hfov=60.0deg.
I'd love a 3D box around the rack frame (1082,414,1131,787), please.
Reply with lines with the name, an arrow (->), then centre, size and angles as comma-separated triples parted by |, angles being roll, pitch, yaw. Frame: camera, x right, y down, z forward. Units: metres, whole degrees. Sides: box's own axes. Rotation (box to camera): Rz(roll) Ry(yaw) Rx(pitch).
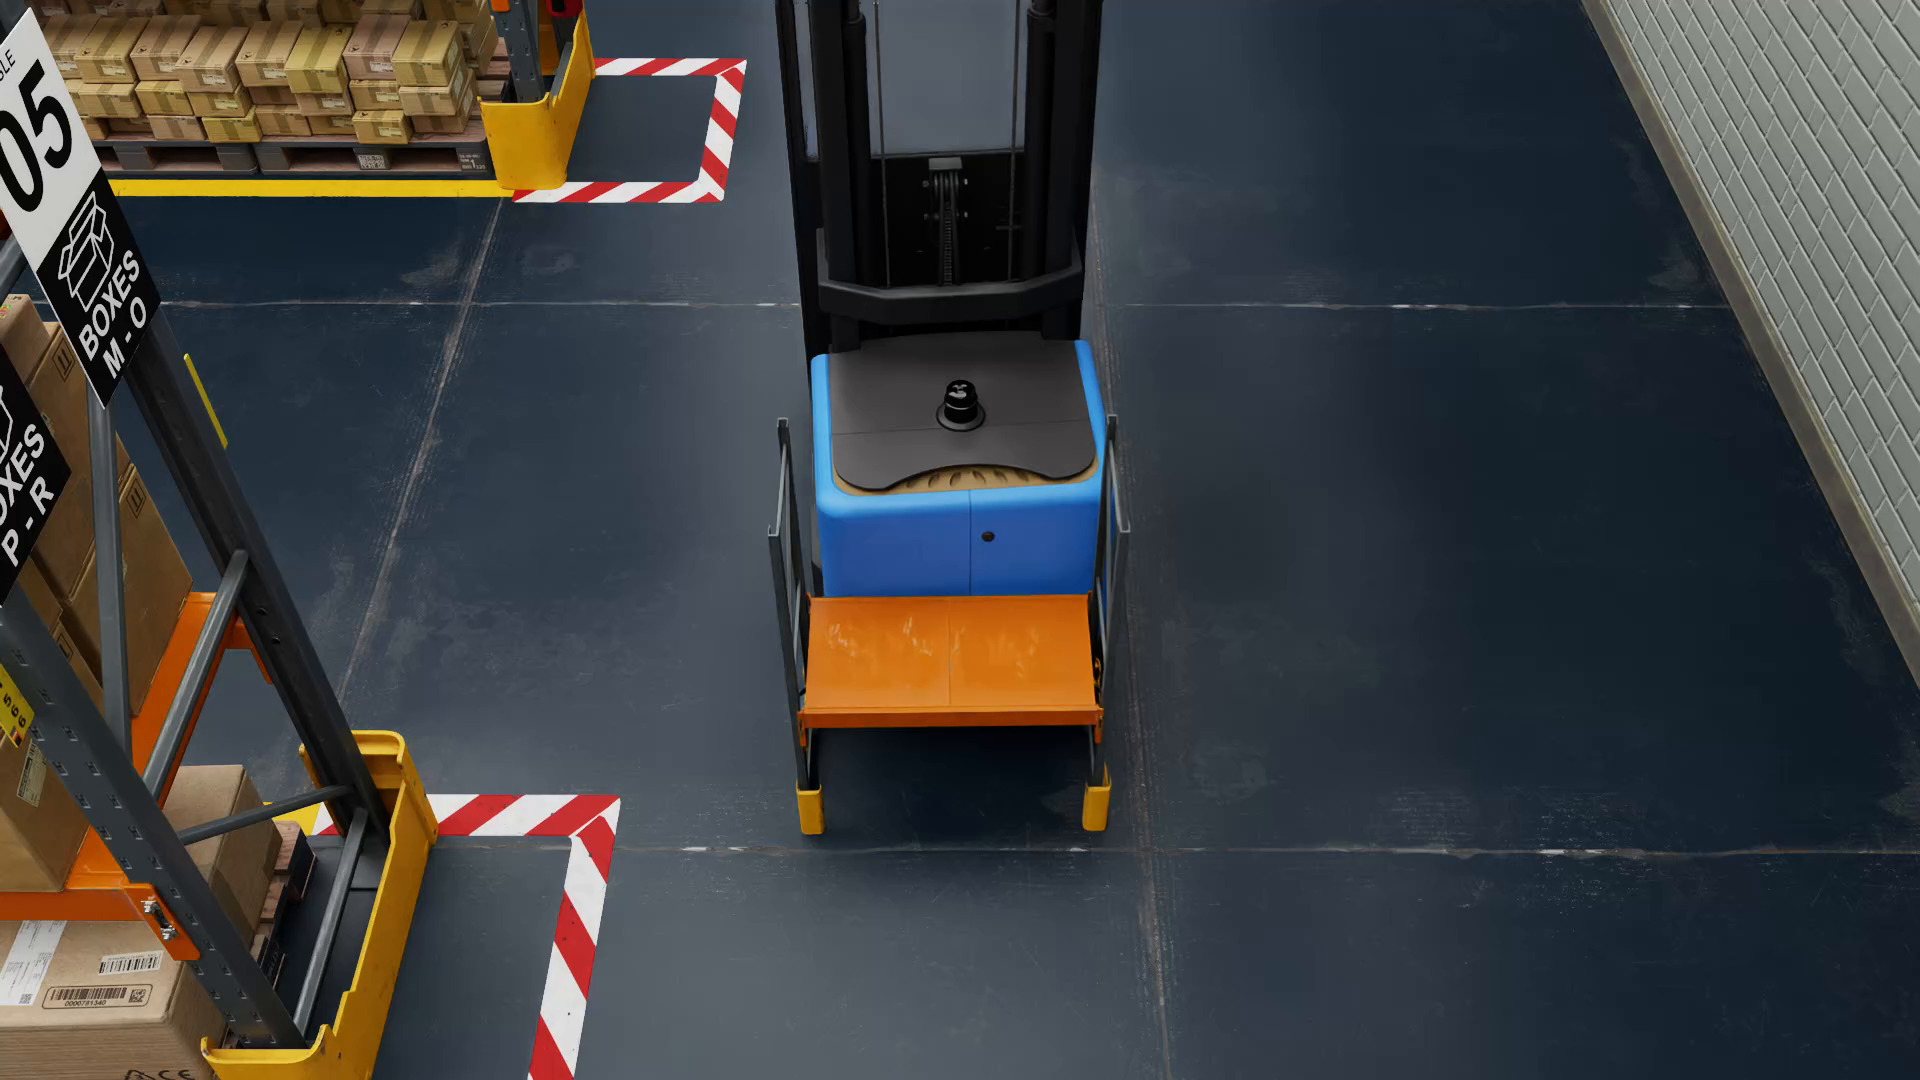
rack frame -> 0.474, 0.304, 5.522 | 0.032, 1.500, 0.500 | -1, 47, -1

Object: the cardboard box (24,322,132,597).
cardboard box -> -2.519, -0.200, 4.216 | 0.500, 0.500, 0.500 | -1, 47, -1

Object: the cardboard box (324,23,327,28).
cardboard box -> -3.420, -2.759, 8.807 | 0.250, 0.149, 0.380 | 1, 47, 1

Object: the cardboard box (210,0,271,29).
cardboard box -> -3.698, -2.818, 8.659 | 0.250, 0.149, 0.380 | 2, 47, 2

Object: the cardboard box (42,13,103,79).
cardboard box -> -4.463, -2.478, 8.342 | 0.250, 0.149, 0.380 | -2, 47, -1

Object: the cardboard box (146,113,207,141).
cardboard box -> -3.947, -2.211, 8.500 | 0.250, 0.149, 0.380 | 1, 47, 1

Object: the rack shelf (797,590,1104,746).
rack shelf -> -0.034, 0.431, 5.649 | 1.000, 0.185, 0.538 | -1, 47, -1

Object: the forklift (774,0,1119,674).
forklift -> -0.092, -1.488, 6.214 | 1.130, 2.935, 3.031 | -4, 47, -3

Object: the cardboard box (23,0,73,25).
cardboard box -> -4.731, -2.856, 8.694 | 0.250, 0.149, 0.380 | -2, 47, -2

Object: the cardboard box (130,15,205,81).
cardboard box -> -3.954, -2.469, 8.334 | 0.250, 0.149, 0.380 | -1, 47, -1

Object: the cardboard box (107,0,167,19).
cardboard box -> -4.213, -2.783, 8.626 | 0.250, 0.149, 0.380 | 0, 47, 0

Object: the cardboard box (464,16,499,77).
cardboard box -> -2.645, -2.646, 8.905 | 0.250, 0.149, 0.380 | 1, 47, 1

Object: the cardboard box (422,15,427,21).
cardboard box -> -2.919, -2.743, 8.793 | 0.250, 0.149, 0.380 | 0, 47, 0

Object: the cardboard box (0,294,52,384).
cardboard box -> -2.394, -0.415, 3.973 | 0.250, 0.149, 0.380 | 1, 47, 1

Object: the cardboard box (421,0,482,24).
cardboard box -> -2.645, -2.863, 8.701 | 0.250, 0.149, 0.380 | -2, 47, -2

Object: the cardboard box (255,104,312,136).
cardboard box -> -3.418, -2.241, 8.528 | 0.250, 0.149, 0.380 | 1, 47, 1

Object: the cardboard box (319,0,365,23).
cardboard box -> -3.173, -2.871, 8.708 | 0.250, 0.149, 0.380 | 0, 47, 0

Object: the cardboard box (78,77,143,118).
cardboard box -> -4.221, -2.291, 8.372 | 0.250, 0.149, 0.380 | 1, 47, 1

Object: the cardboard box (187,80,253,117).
cardboard box -> -3.689, -2.297, 8.377 | 0.250, 0.149, 0.380 | 1, 47, 1

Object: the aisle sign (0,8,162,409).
aisle sign -> -1.967, -0.713, 3.669 | 0.004, 0.787, 0.394 | 0, 47, 0

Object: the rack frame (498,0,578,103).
rack frame -> -2.122, -3.239, 7.796 | 0.127, 3.000, 1.000 | 0, 47, 0

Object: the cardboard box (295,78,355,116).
cardboard box -> -3.171, -2.305, 8.384 | 0.250, 0.149, 0.380 | -2, 47, -1

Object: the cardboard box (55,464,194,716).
cardboard box -> -2.519, 0.139, 4.584 | 0.500, 0.500, 0.500 | 0, 47, 0

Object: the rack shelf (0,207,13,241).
rack shelf -> -4.040, -0.398, 3.594 | 4.000, 0.370, 1.077 | 0, 47, 0

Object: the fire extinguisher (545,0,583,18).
fire extinguisher -> -1.872, -2.747, 7.646 | 0.183, 0.674, 0.296 | 0, 47, 0

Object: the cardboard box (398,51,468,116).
cardboard box -> -2.651, -2.304, 8.384 | 0.250, 0.149, 0.380 | -1, 47, -1

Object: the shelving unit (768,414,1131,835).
shelving unit -> -0.025, 0.309, 5.517 | 1.083, 1.500, 0.587 | -1, 47, -1

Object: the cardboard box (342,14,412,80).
cardboard box -> -2.904, -2.472, 8.337 | 0.250, 0.149, 0.380 | 1, 47, 1

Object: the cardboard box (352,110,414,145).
cardboard box -> -2.907, -2.186, 8.477 | 0.250, 0.149, 0.380 | 1, 47, 1

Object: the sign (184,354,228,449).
sign -> -2.032, -0.343, 4.456 | 0.005, 0.325, 0.100 | 0, 47, 0

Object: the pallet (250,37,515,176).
pallet -> -3.011, -2.317, 8.843 | 1.213, 0.211, 1.003 | 0, 47, 0

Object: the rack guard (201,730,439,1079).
rack guard -> -2.016, 1.237, 5.338 | 0.348, 0.500, 1.175 | 0, 47, 0

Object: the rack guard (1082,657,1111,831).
rack guard -> 0.473, 0.728, 5.981 | 0.087, 0.250, 0.587 | -1, 47, -1

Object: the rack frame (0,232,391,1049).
rack frame -> -2.040, 0.385, 4.423 | 0.127, 3.000, 1.000 | 0, 47, 0

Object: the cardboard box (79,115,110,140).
cardboard box -> -4.462, -2.211, 8.501 | 0.250, 0.149, 0.380 | -1, 47, -1

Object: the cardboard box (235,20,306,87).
cardboard box -> -3.422, -2.427, 8.295 | 0.250, 0.149, 0.380 | -2, 47, -1
